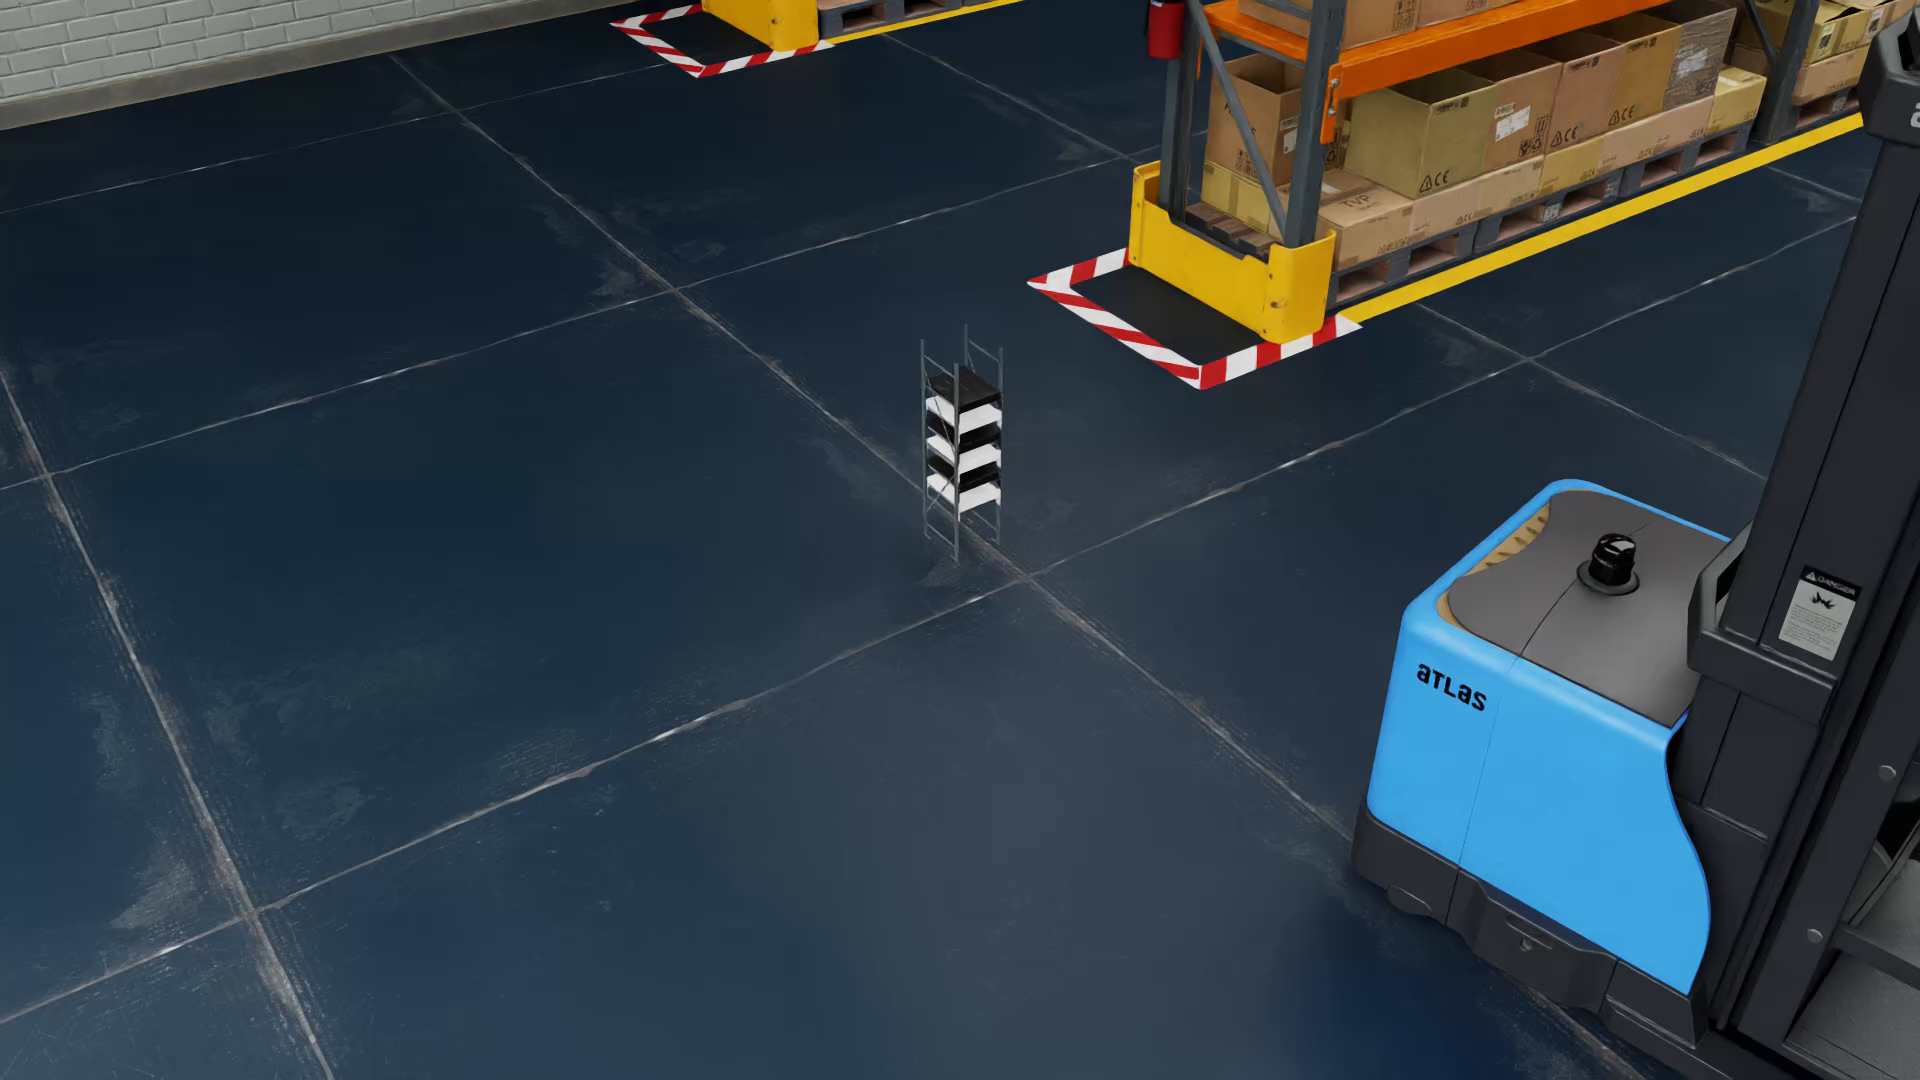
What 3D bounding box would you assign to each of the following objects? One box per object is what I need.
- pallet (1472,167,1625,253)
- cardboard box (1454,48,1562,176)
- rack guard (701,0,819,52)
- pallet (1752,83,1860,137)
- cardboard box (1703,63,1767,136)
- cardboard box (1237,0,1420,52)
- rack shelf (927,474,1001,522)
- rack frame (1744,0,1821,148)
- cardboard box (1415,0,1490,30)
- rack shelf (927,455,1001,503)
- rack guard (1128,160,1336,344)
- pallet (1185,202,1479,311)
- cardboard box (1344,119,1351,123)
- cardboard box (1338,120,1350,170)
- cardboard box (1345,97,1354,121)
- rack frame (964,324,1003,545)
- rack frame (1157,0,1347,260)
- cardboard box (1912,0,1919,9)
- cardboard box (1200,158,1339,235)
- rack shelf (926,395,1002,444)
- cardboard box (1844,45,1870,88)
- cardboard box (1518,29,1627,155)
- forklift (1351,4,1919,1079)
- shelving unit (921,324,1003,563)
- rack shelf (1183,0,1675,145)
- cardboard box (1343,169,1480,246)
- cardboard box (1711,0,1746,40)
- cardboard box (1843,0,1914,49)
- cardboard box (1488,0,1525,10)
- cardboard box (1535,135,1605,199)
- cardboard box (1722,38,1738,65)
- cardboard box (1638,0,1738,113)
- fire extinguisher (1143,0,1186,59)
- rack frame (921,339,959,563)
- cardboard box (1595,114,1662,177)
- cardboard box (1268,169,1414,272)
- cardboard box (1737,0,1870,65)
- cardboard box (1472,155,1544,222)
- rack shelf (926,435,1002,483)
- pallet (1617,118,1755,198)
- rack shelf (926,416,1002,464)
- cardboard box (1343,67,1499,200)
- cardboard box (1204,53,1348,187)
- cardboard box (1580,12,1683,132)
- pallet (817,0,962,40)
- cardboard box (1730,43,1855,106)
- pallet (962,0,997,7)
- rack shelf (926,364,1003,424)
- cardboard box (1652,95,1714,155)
[{"bbox_3d":[2.960,-2.053,9.423,1.213,0.211,1.003,-22,41,-28],"label":"pallet"},{"bbox_3d":[2.738,-2.276,8.698,0.500,0.500,0.500,-22,41,-28],"label":"cardboard box"},{"bbox_3d":[-1.432,-3.873,11.707,0.348,0.500,1.175,-22,41,-28],"label":"rack guard"},{"bbox_3d":[5.212,-2.980,10.712,1.213,0.211,1.003,-22,41,-28],"label":"pallet"},{"bbox_3d":[4.379,-2.639,9.846,0.500,0.250,0.500,-22,41,-28],"label":"cardboard box"},{"bbox_3d":[1.751,-2.691,7.837,0.500,0.500,0.700,-22,41,-28],"label":"cardboard box"},{"bbox_3d":[0.007,-0.195,6.616,0.200,0.077,0.258,-22,41,-28],"label":"rack shelf"},{"bbox_3d":[4.632,-3.845,9.527,0.127,3.000,1.000,-22,41,-28],"label":"rack frame"},{"bbox_3d":[2.178,-2.870,8.086,0.500,0.500,0.700,-21,41,-27],"label":"cardboard box"},{"bbox_3d":[0.007,-0.268,6.563,0.200,0.077,0.258,-22,41,-28],"label":"rack shelf"},{"bbox_3d":[1.343,-1.477,8.375,0.348,0.500,1.175,-22,41,-28],"label":"rack guard"},{"bbox_3d":[1.963,-1.645,8.856,1.213,0.211,1.003,-22,41,-28],"label":"pallet"},{"bbox_3d":[2.440,-2.218,9.260,0.500,0.250,0.500,-22,41,-28],"label":"cardboard box"},{"bbox_3d":[2.032,-2.049,9.025,0.500,0.250,0.500,-22,41,-28],"label":"cardboard box"},{"bbox_3d":[2.438,-2.524,9.044,0.500,0.500,0.500,-22,41,-28],"label":"cardboard box"},{"bbox_3d":[0.090,-0.402,6.539,0.006,0.900,0.240,-22,41,-28],"label":"rack frame"},{"bbox_3d":[1.362,-2.500,7.657,0.127,3.000,1.000,-22,41,-28],"label":"rack frame"},{"bbox_3d":[5.948,-3.488,10.545,0.500,0.311,0.500,-24,42,-29],"label":"cardboard box"},{"bbox_3d":[1.630,-1.875,8.784,0.500,0.250,0.500,-22,41,-28],"label":"cardboard box"},{"bbox_3d":[0.007,-0.487,6.405,0.200,0.077,0.258,-22,41,-28],"label":"rack shelf"},{"bbox_3d":[5.523,-3.088,10.470,0.500,0.250,0.500,-21,41,-27],"label":"cardboard box"},{"bbox_3d":[3.156,-2.436,8.921,0.500,0.500,0.500,-22,41,-28],"label":"cardboard box"},{"bbox_3d":[2.649,0.260,3.879,3.031,2.935,1.130,29,45,34],"label":"forklift"},{"bbox_3d":[0.007,-0.368,6.491,0.210,0.900,0.258,-22,41,-28],"label":"shelving unit"},{"bbox_3d":[2.997,-2.880,8.802,4.000,0.370,1.077,-22,41,-28],"label":"rack shelf"},{"bbox_3d":[2.335,-1.798,8.676,0.500,0.250,0.500,-22,41,-28],"label":"cardboard box"},{"bbox_3d":[4.798,-3.400,10.423,0.500,0.311,0.500,-22,41,-28],"label":"cardboard box"},{"bbox_3d":[5.525,-3.313,10.302,0.500,0.311,0.500,-23,42,-28],"label":"cardboard box"},{"bbox_3d":[2.587,-3.034,8.314,0.500,0.500,0.700,-22,41,-28],"label":"cardboard box"},{"bbox_3d":[3.156,-2.132,9.140,0.500,0.250,0.500,-22,41,-28],"label":"cardboard box"},{"bbox_3d":[4.804,-3.177,10.594,0.500,0.250,0.500,-23,42,-28],"label":"cardboard box"},{"bbox_3d":[3.963,-2.781,9.401,0.500,0.500,0.500,-22,41,-28],"label":"cardboard box"},{"bbox_3d":[0.998,-2.650,7.932,0.183,0.674,0.296,-22,41,-28],"label":"fire extinguisher"},{"bbox_3d":[-0.076,-0.334,6.443,0.006,0.900,0.240,-22,41,-28],"label":"rack frame"},{"bbox_3d":[3.564,-2.300,9.375,0.500,0.250,0.500,-22,41,-28],"label":"cardboard box"},{"bbox_3d":[1.929,-1.628,8.440,0.500,0.250,0.500,-22,41,-28],"label":"cardboard box"},{"bbox_3d":[5.113,-3.147,10.072,0.500,0.311,0.500,-22,41,-28],"label":"cardboard box"},{"bbox_3d":[2.744,-1.966,8.910,0.500,0.250,0.500,-22,41,-28],"label":"cardboard box"},{"bbox_3d":[0.007,-0.341,6.511,0.200,0.077,0.258,-22,41,-28],"label":"rack shelf"},{"bbox_3d":[3.958,-2.466,9.997,1.213,0.211,1.003,-22,41,-28],"label":"pallet"},{"bbox_3d":[0.007,-0.414,6.458,0.200,0.077,0.258,-22,41,-28],"label":"rack shelf"},{"bbox_3d":[2.336,-2.102,8.456,0.500,0.500,0.500,-22,41,-28],"label":"cardboard box"},{"bbox_3d":[1.629,-2.181,8.566,0.500,0.500,0.500,-22,41,-28],"label":"cardboard box"},{"bbox_3d":[3.557,-2.611,9.164,0.500,0.500,0.500,-22,41,-28],"label":"cardboard box"},{"bbox_3d":[-0.748,-4.013,12.148,1.213,0.211,1.003,-22,41,-28],"label":"pallet"},{"bbox_3d":[5.104,-2.917,10.232,0.500,0.250,0.500,-23,42,-29],"label":"cardboard box"},{"bbox_3d":[0.248,-4.420,12.715,1.213,0.211,1.003,-22,41,-28],"label":"pallet"},{"bbox_3d":[0.007,-0.560,6.353,0.200,0.077,0.258,-22,41,-28],"label":"rack shelf"},{"bbox_3d":[3.964,-2.476,9.618,0.500,0.250,0.500,-22,41,-28],"label":"cardboard box"}]
